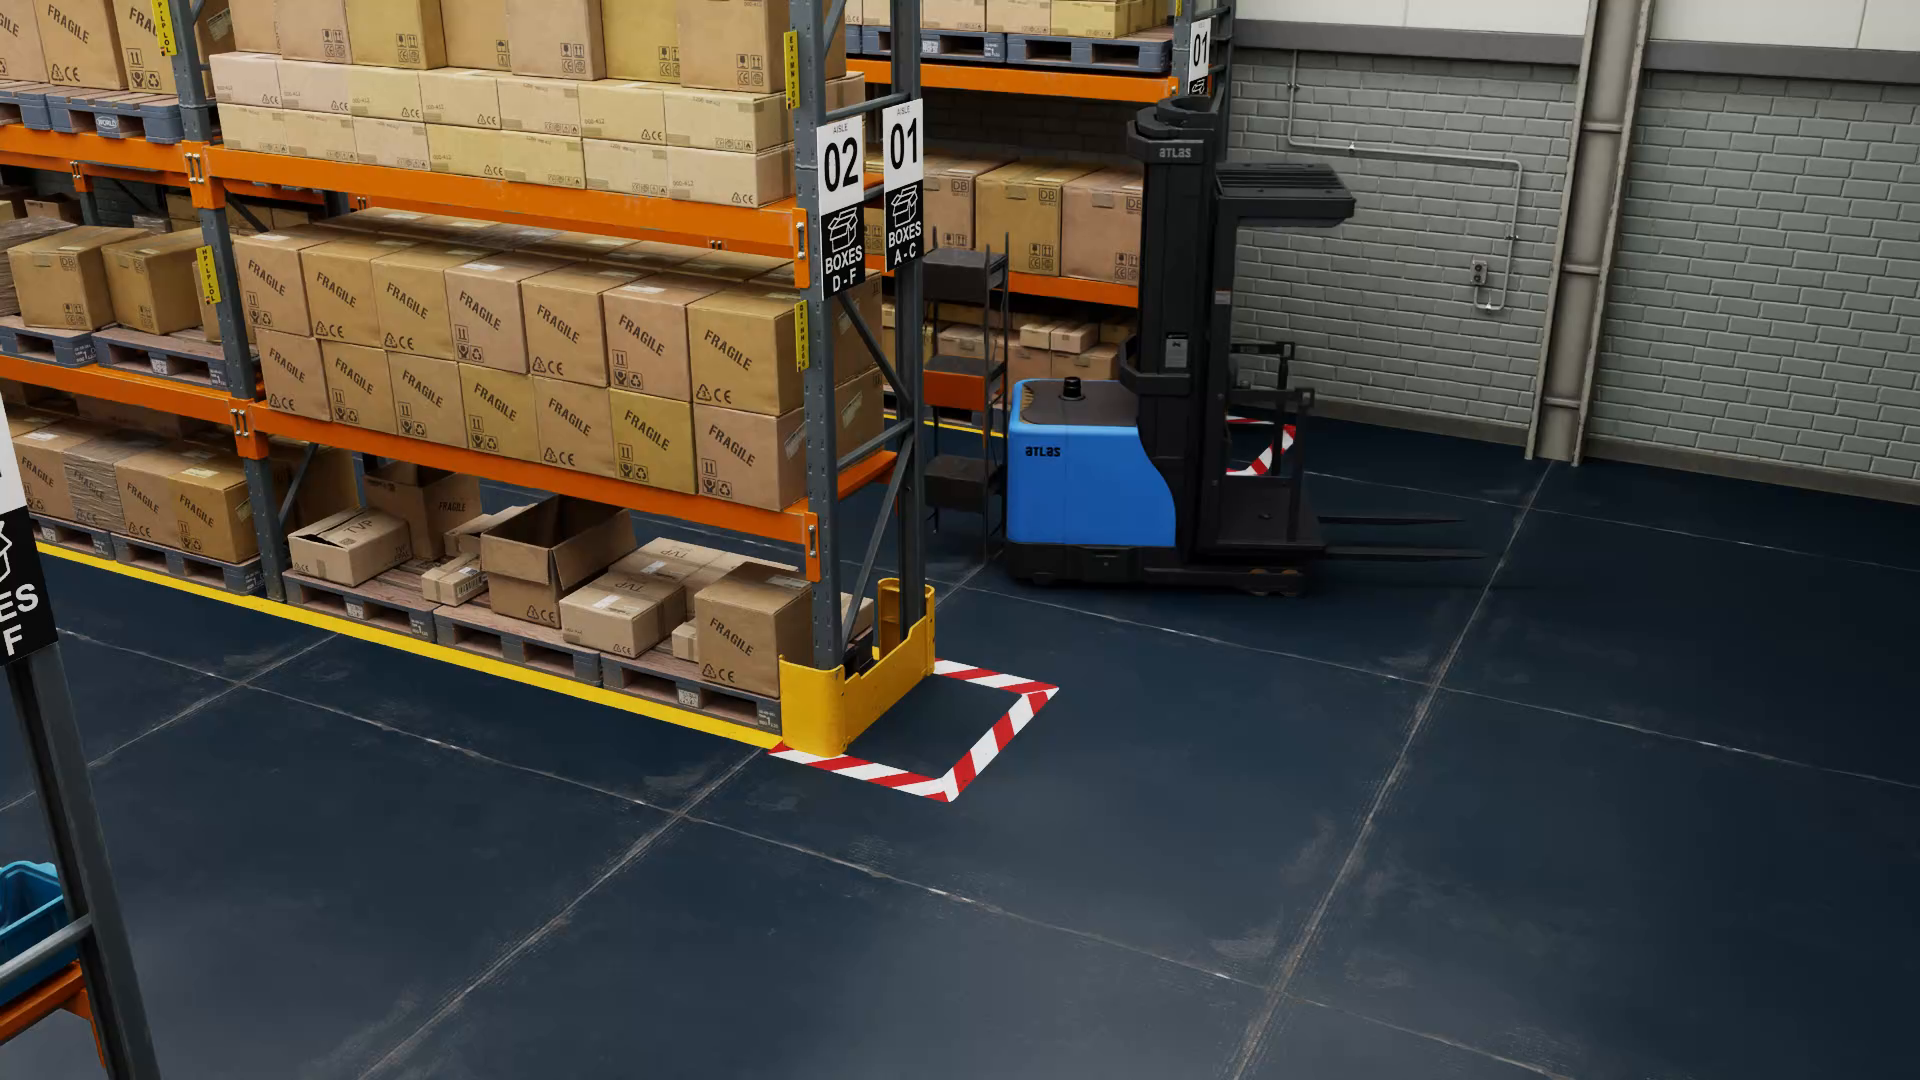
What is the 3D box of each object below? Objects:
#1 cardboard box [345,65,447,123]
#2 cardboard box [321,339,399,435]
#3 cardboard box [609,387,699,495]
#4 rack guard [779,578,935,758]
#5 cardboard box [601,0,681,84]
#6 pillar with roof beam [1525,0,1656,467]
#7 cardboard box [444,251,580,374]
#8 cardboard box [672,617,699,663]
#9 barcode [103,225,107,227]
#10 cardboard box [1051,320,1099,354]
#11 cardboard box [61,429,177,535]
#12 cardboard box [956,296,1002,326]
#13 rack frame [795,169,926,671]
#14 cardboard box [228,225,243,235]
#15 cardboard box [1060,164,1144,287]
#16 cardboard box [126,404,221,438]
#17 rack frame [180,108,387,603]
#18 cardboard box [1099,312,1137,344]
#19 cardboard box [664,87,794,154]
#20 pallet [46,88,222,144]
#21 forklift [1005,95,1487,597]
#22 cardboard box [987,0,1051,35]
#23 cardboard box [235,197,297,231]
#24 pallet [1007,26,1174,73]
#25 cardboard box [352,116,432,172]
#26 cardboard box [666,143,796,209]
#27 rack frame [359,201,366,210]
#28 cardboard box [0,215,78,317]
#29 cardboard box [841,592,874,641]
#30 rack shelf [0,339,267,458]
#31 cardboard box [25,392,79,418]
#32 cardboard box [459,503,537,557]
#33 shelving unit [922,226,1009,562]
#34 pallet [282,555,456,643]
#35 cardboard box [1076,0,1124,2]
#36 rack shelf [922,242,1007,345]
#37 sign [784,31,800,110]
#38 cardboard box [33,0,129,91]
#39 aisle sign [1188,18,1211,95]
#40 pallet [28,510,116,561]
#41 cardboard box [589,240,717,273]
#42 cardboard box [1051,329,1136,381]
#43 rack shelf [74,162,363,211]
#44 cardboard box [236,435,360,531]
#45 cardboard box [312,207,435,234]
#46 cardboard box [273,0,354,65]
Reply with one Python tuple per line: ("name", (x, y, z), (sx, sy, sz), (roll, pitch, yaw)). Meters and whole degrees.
("cardboard box", (-2.830, -2.360, 8.687), (0.500, 0.250, 0.500), (11, 25, 25))
("cardboard box", (-3.249, -0.943, 9.507), (0.500, 0.500, 0.500), (12, 26, 25))
("cardboard box", (-1.457, -0.586, 8.667), (0.500, 0.500, 0.500), (11, 26, 25))
("rack guard", (-0.538, 0.672, 9.032), (0.348, 0.500, 1.175), (11, 25, 25))
("cardboard box", (-1.344, -2.555, 8.186), (0.500, 0.500, 0.700), (11, 25, 25))
("pillar with roof beam", (2.619, -3.279, 7.461), (0.400, 9.000, 9.100), (11, 25, 25))
("cardboard box", (-2.365, -1.223, 8.889), (0.500, 0.500, 0.500), (12, 26, 26))
("cardboard box", (-1.387, 0.523, 9.245), (0.250, 0.166, 0.380), (11, 25, 25))
("barcode", (-9.570, -3.493, 18.621), (0.075, 0.075, 0.001), (11, 25, 25))
("cardboard box", (0.895, -1.585, 12.973), (0.250, 0.149, 0.380), (11, 25, 24))
("cardboard box", (-5.494, -0.390, 10.965), (0.500, 0.500, 0.500), (12, 26, 25))
("cardboard box", (0.162, -1.897, 13.707), (0.250, 0.149, 0.380), (11, 26, 25))
("rack frame", (-0.470, -0.465, 8.511), (0.127, 3.000, 1.000), (11, 25, 25))
("cardboard box", (-7.362, -3.065, 17.256), (0.500, 0.500, 0.700), (12, 26, 25))
("cardboard box", (1.302, -2.421, 12.726), (0.700, 0.700, 0.980), (12, 26, 27))
("cardboard box", (-5.254, -0.916, 11.244), (0.500, 0.250, 0.500), (11, 26, 25))
("rack frame", (-4.039, -1.172, 10.172), (0.127, 3.000, 1.000), (11, 25, 25))
("cardboard box", (1.294, -1.674, 13.182), (0.250, 0.149, 0.380), (11, 26, 25))
("cardboard box", (-1.043, -2.008, 7.860), (0.500, 0.250, 0.500), (11, 25, 25))
("pallet", (-4.590, -2.605, 9.950), (1.003, 0.211, 1.213), (11, 25, 25))
("forklift", (1.824, -1.210, 10.350), (3.031, 2.935, 1.130), (1, 23, 3))
("cardboard box", (0.524, -3.875, 12.223), (0.500, 0.250, 0.500), (10, 25, 23))
("cardboard box", (-6.985, -3.326, 16.913), (0.500, 0.250, 0.500), (11, 25, 24))
("pallet", (1.095, -3.663, 12.311), (1.213, 0.211, 1.003), (11, 25, 25))
("cardboard box", (-2.827, -2.132, 8.789), (0.500, 0.250, 0.500), (11, 25, 25))
("cardboard box", (-1.047, -1.775, 7.950), (0.500, 0.250, 0.500), (11, 25, 25))
("rack frame", (-5.377, -3.609, 15.903), (0.127, 3.000, 1.000), (11, 25, 25))
("cardboard box", (-6.266, -1.817, 11.026), (0.500, 0.500, 0.700), (17, 28, 34))
("cardboard box", (-0.688, 0.450, 9.439), (0.250, 0.149, 0.380), (11, 25, 25))
("rack shelf", (-5.824, -1.194, 11.143), (4.000, 0.370, 1.077), (11, 25, 25))
("cardboard box", (-6.207, -0.755, 11.825), (0.500, 0.500, 0.500), (10, 25, 23))
("cardboard box", (-2.734, -0.003, 10.297), (0.500, 0.311, 0.500), (11, 25, 25))
("shelving unit", (0.004, -0.928, 10.750), (0.503, 2.100, 0.431), (8, 24, 19))
("pallet", (-3.427, 0.233, 10.432), (1.213, 0.211, 1.003), (11, 25, 25))
("cardboard box", (0.986, -4.126, 11.854), (0.500, 0.500, 0.500), (11, 25, 24))
("rack shelf", (0.004, -1.560, 10.481), (0.480, 0.518, 0.431), (8, 24, 19))
("sign", (-0.738, -2.063, 7.303), (0.005, 0.325, 0.100), (11, 25, 25))
("cardboard box", (-5.062, -3.062, 9.992), (0.600, 0.600, 0.600), (11, 25, 24))
("aisle sign", (1.691, -3.275, 11.796), (0.004, 0.787, 0.394), (11, 25, 25))
("pallet", (-5.875, -0.234, 11.530), (1.213, 0.211, 1.003), (11, 25, 25))
("cardboard box", (-1.661, -1.322, 9.119), (0.500, 0.500, 0.500), (12, 26, 25))
("cardboard box", (1.092, -1.328, 13.196), (0.500, 0.500, 0.700), (11, 25, 25))
("rack shelf", (-7.162, -3.631, 16.874), (4.000, 0.370, 1.077), (11, 25, 25))
("cardboard box", (-4.361, -0.394, 10.976), (0.500, 0.500, 0.500), (10, 25, 22))
("cardboard box", (-3.471, -1.679, 9.959), (0.500, 0.500, 0.500), (11, 26, 25))
("cardboard box", (-3.206, -2.848, 8.875), (0.500, 0.500, 0.700), (11, 25, 25))
